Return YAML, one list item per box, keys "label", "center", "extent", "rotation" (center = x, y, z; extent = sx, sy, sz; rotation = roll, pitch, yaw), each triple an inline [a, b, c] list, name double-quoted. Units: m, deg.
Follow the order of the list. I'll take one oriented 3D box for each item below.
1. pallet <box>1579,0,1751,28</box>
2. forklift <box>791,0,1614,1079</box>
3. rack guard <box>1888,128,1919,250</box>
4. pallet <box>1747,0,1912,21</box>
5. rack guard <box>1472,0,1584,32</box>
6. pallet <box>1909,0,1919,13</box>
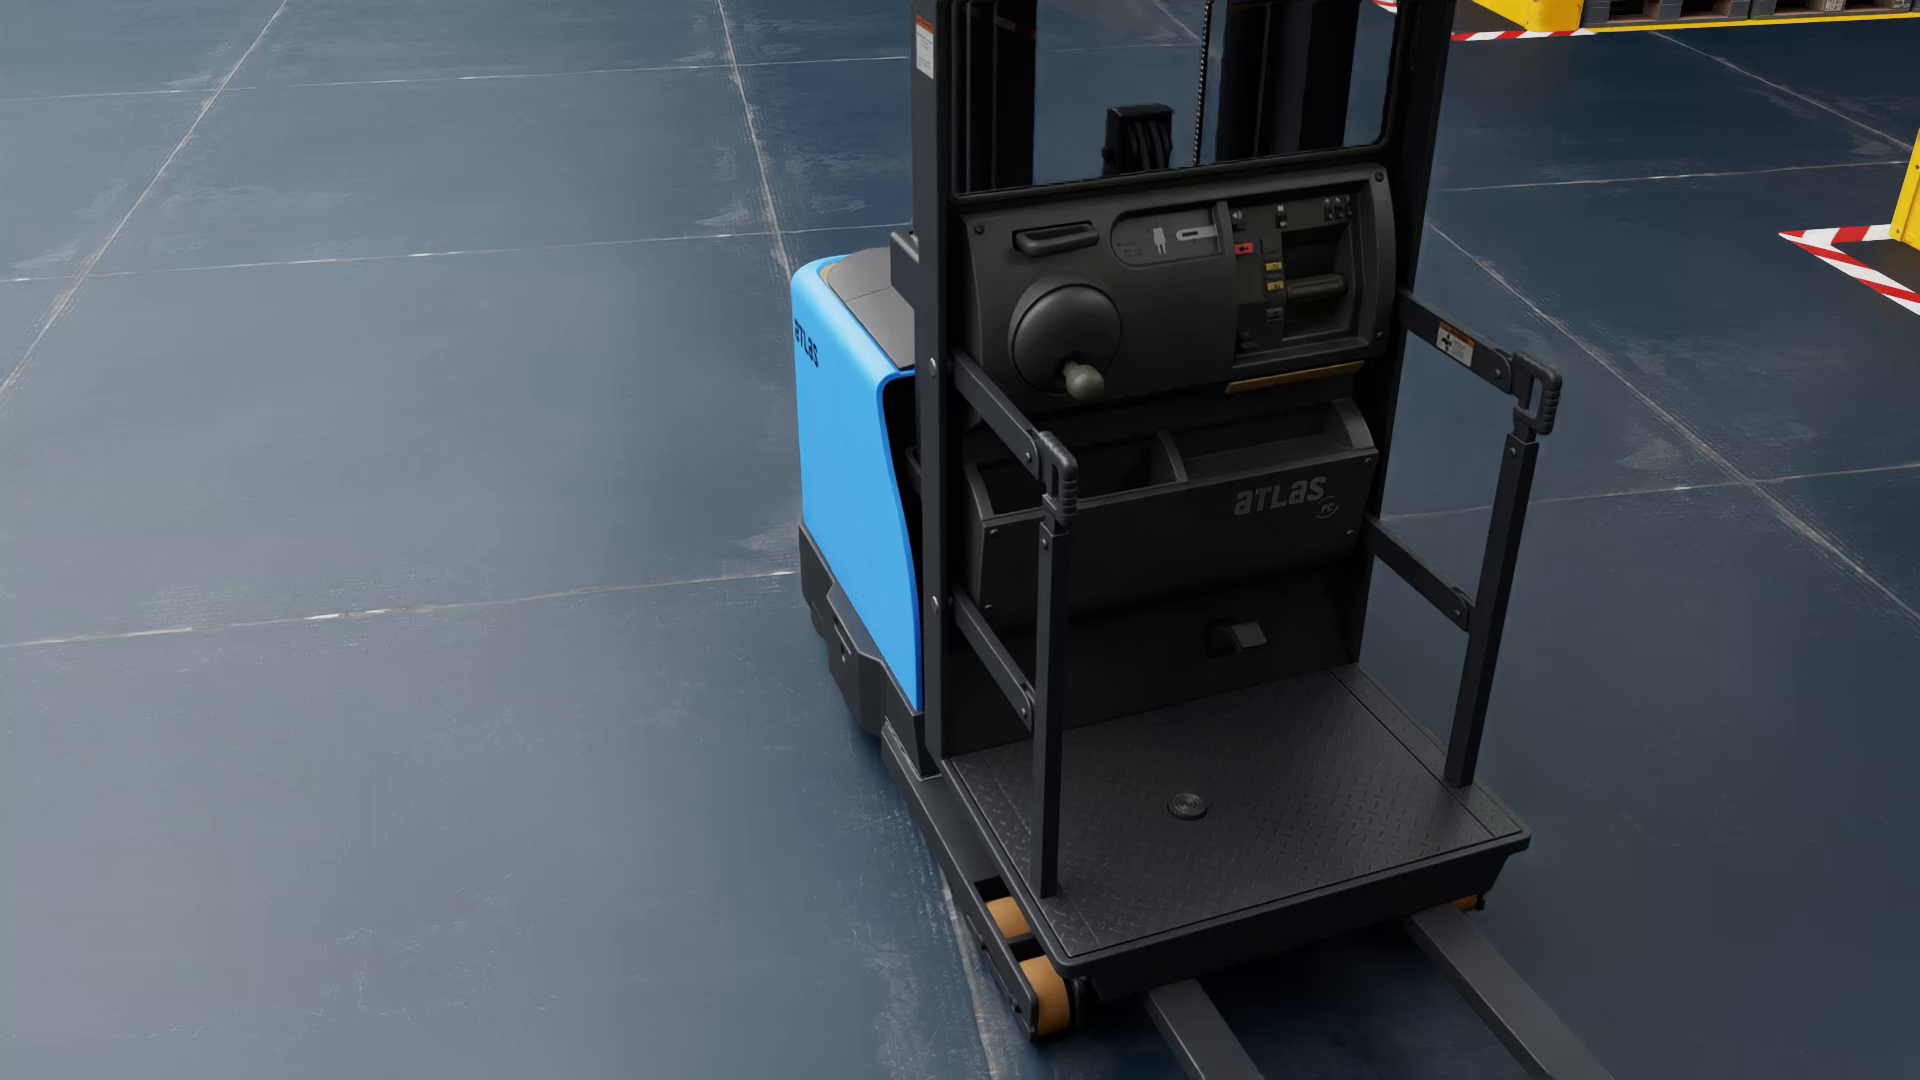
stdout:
- label: "pallet"
  center: [4.632, -3.781, 11.472]
  extent: [1.213, 0.211, 1.003]
  rotation: [-5, 31, -9]
- label: "forklift"
  center: [0.535, -0.465, 3.148]
  extent: [1.130, 2.935, 3.031]
  rotation: [-11, 32, -18]
- label: "rack guard"
  center: [4.523, -1.358, 7.066]
  extent: [0.348, 0.500, 1.175]
  rotation: [-5, 31, -9]
- label: "pallet"
  center: [5.830, -3.891, 11.659]
  extent: [1.213, 0.211, 1.003]
  rotation: [-5, 31, -9]
- label: "rack guard"
  center: [3.827, -3.849, 11.303]
  extent: [0.348, 0.500, 1.175]
  rotation: [-5, 31, -9]
- label: "pallet"
  center: [7.033, -4.004, 11.851]
  extent: [1.213, 0.211, 1.003]
  rotation: [-5, 31, -9]
